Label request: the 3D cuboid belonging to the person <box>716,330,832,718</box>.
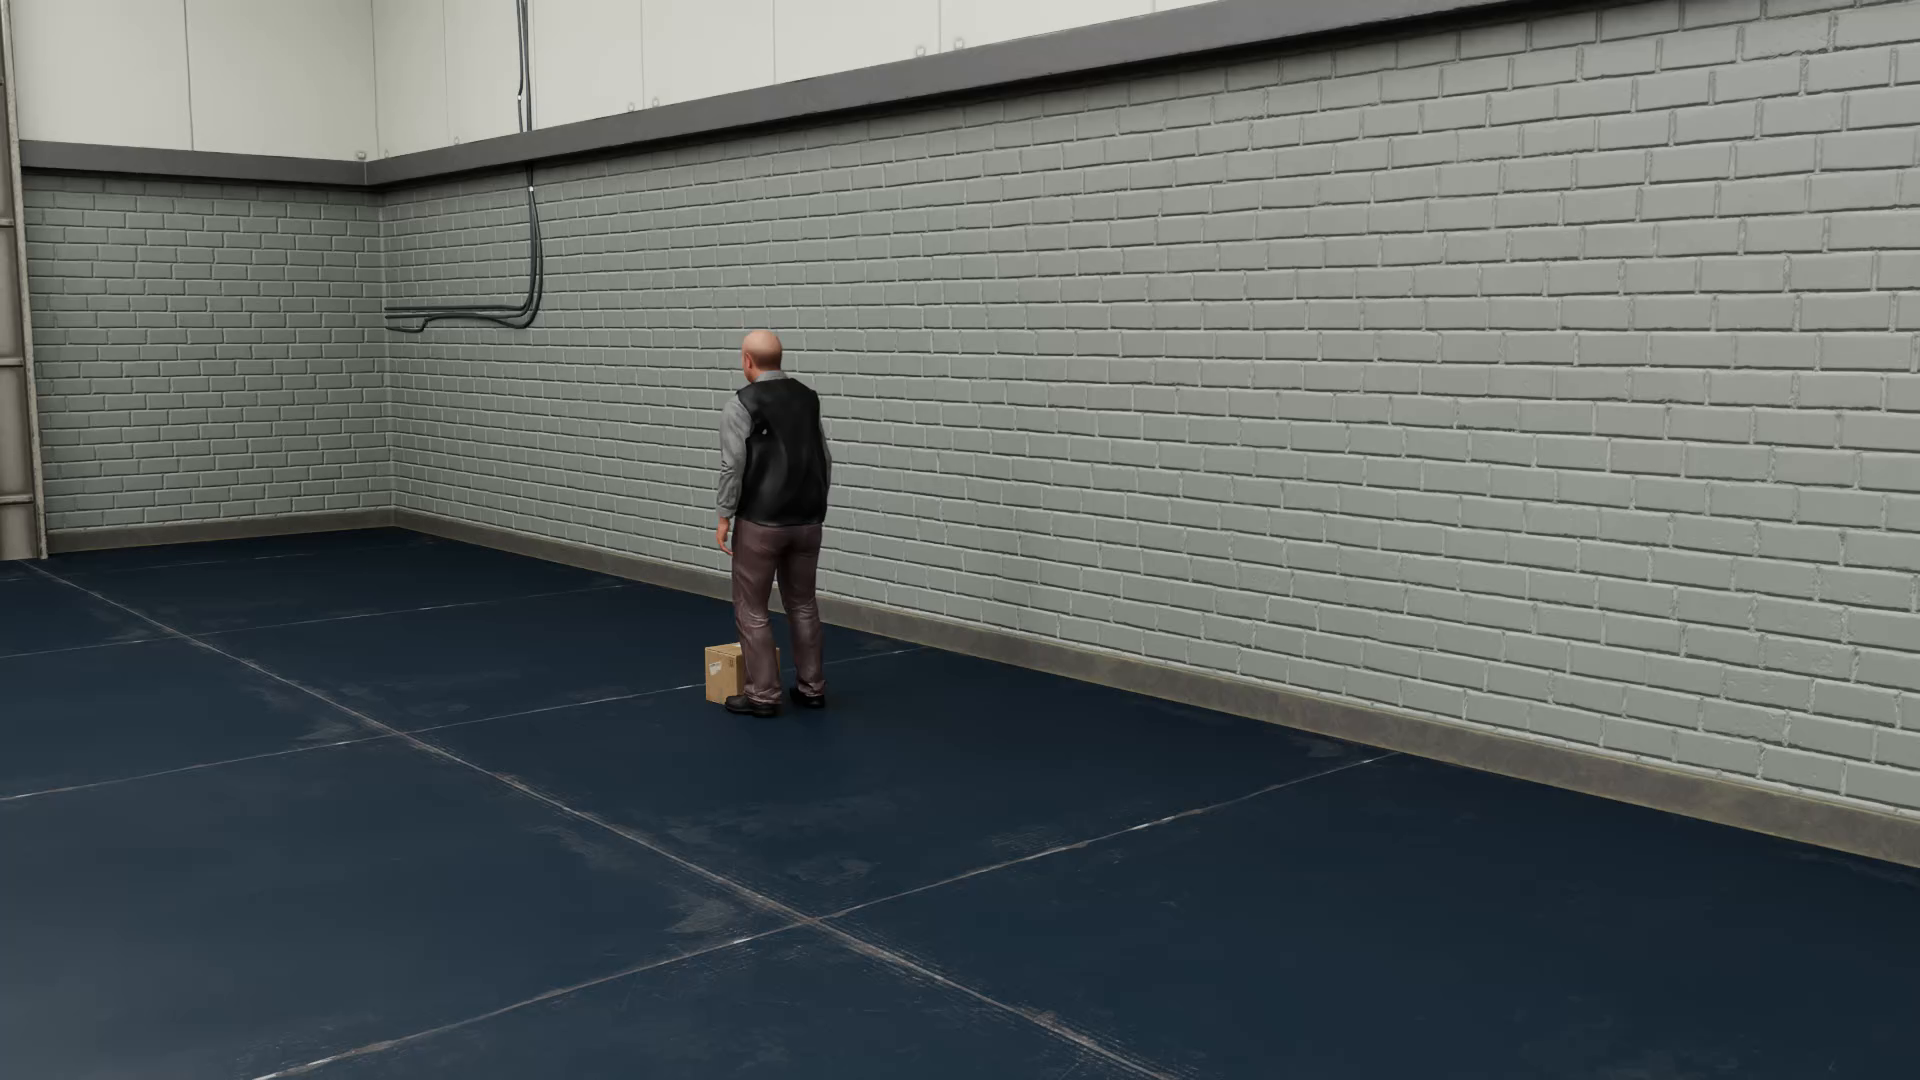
[{"bbox_3d":[-0.823,-0.077,7.467,0.580,1.721,0.416,-6,10,-40],"label":"person"}]
